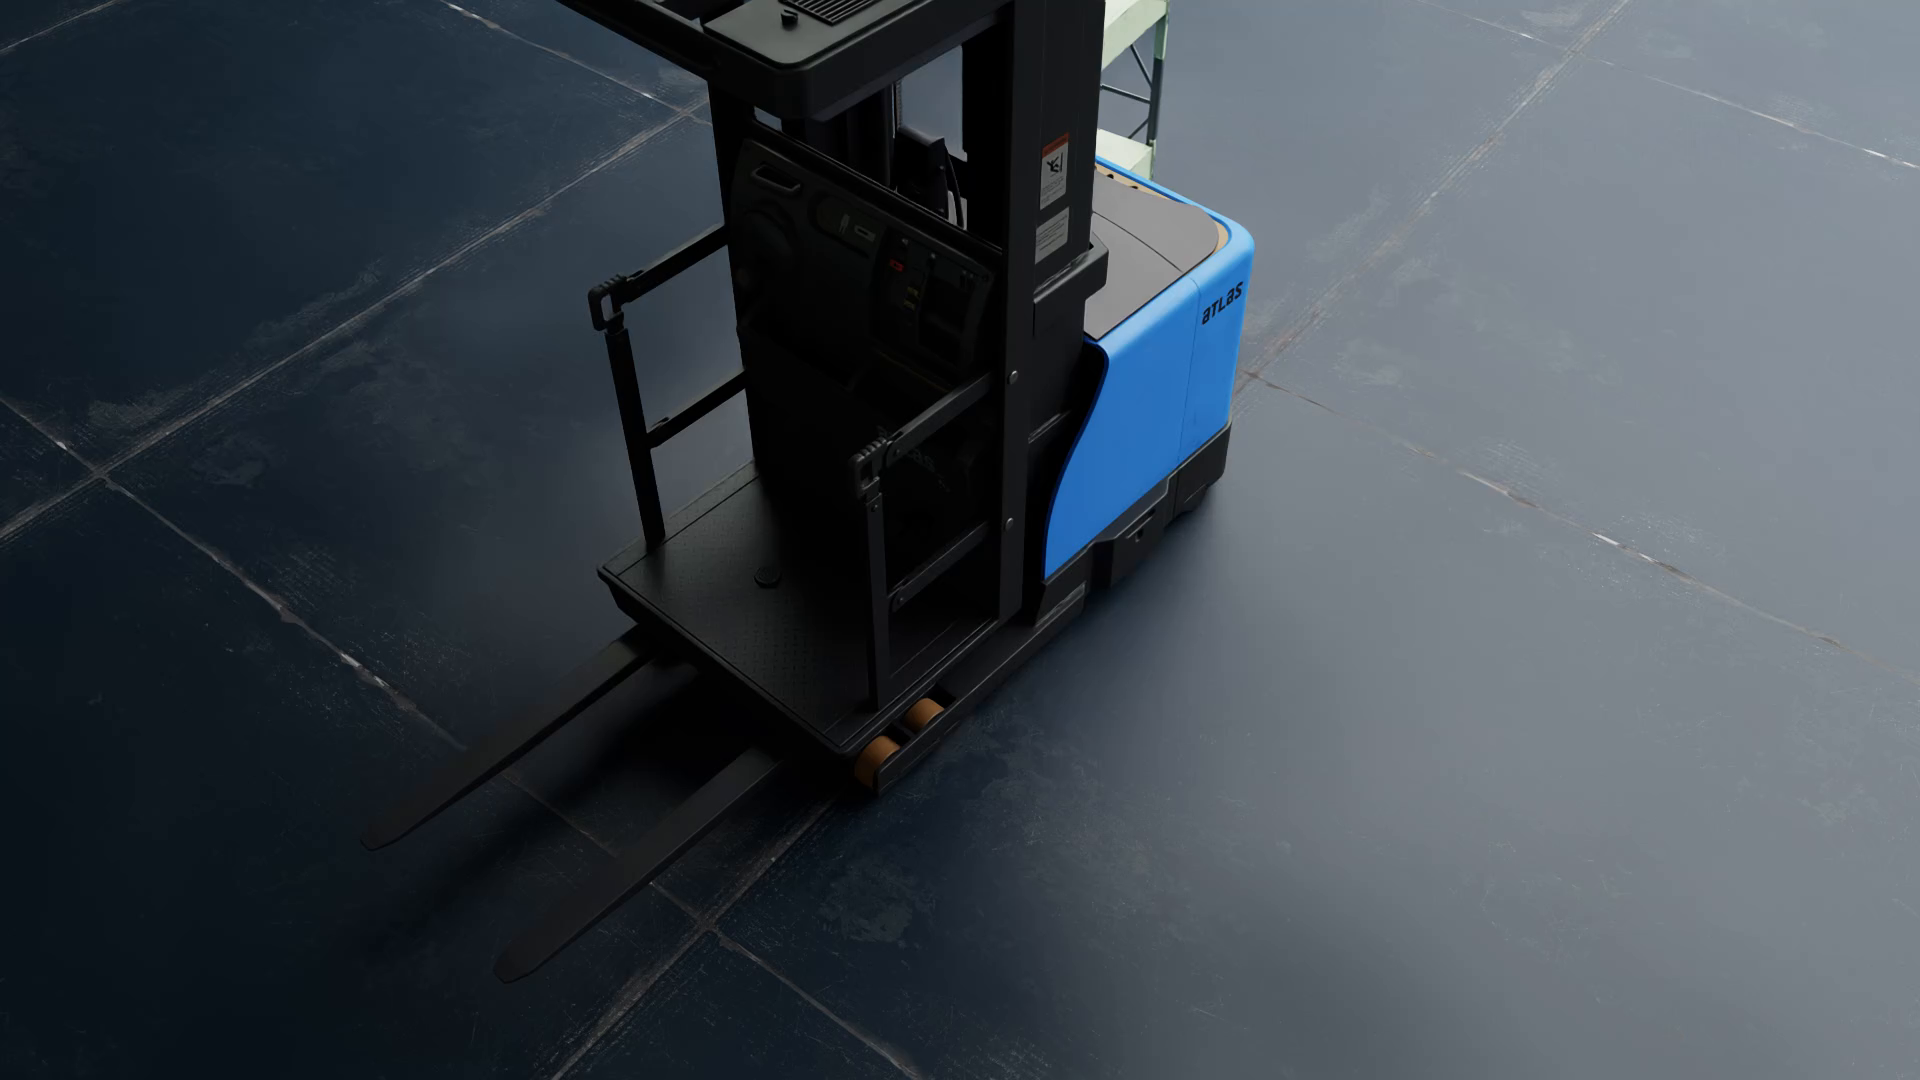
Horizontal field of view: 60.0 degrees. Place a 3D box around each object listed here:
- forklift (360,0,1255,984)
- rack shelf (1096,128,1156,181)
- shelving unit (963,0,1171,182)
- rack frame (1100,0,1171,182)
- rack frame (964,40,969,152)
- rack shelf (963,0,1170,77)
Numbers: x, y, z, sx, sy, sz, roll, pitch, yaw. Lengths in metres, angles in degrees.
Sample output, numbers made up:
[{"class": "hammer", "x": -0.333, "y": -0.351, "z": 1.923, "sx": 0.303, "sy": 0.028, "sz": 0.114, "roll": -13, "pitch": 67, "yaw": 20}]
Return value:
[{"class": "forklift", "x": -0.420, "y": -0.675, "z": 4.368, "sx": 1.130, "sy": 2.935, "sz": 3.031, "roll": 33, "pitch": 55, "yaw": 28}, {"class": "rack shelf", "x": 0.384, "y": -1.269, "z": 6.375, "sx": 0.431, "sy": 0.370, "sz": 0.720, "roll": 25, "pitch": 51, "yaw": 22}, {"class": "shelving unit", "x": 0.385, "y": -1.494, "z": 6.140, "sx": 0.431, "sy": 1.500, "sz": 0.755, "roll": 25, "pitch": 51, "yaw": 22}, {"class": "rack frame", "x": 0.583, "y": -1.716, "z": 6.352, "sx": 0.400, "sy": 1.500, "sz": 0.023, "roll": 25, "pitch": 51, "yaw": 22}, {"class": "rack frame", "x": 0.186, "y": -1.272, "z": 5.927, "sx": 0.400, "sy": 1.500, "sz": 0.023, "roll": 25, "pitch": 51, "yaw": 22}, {"class": "rack shelf", "x": 0.385, "y": -1.764, "z": 5.858, "sx": 0.431, "sy": 0.370, "sz": 0.720, "roll": 25, "pitch": 51, "yaw": 22}]
